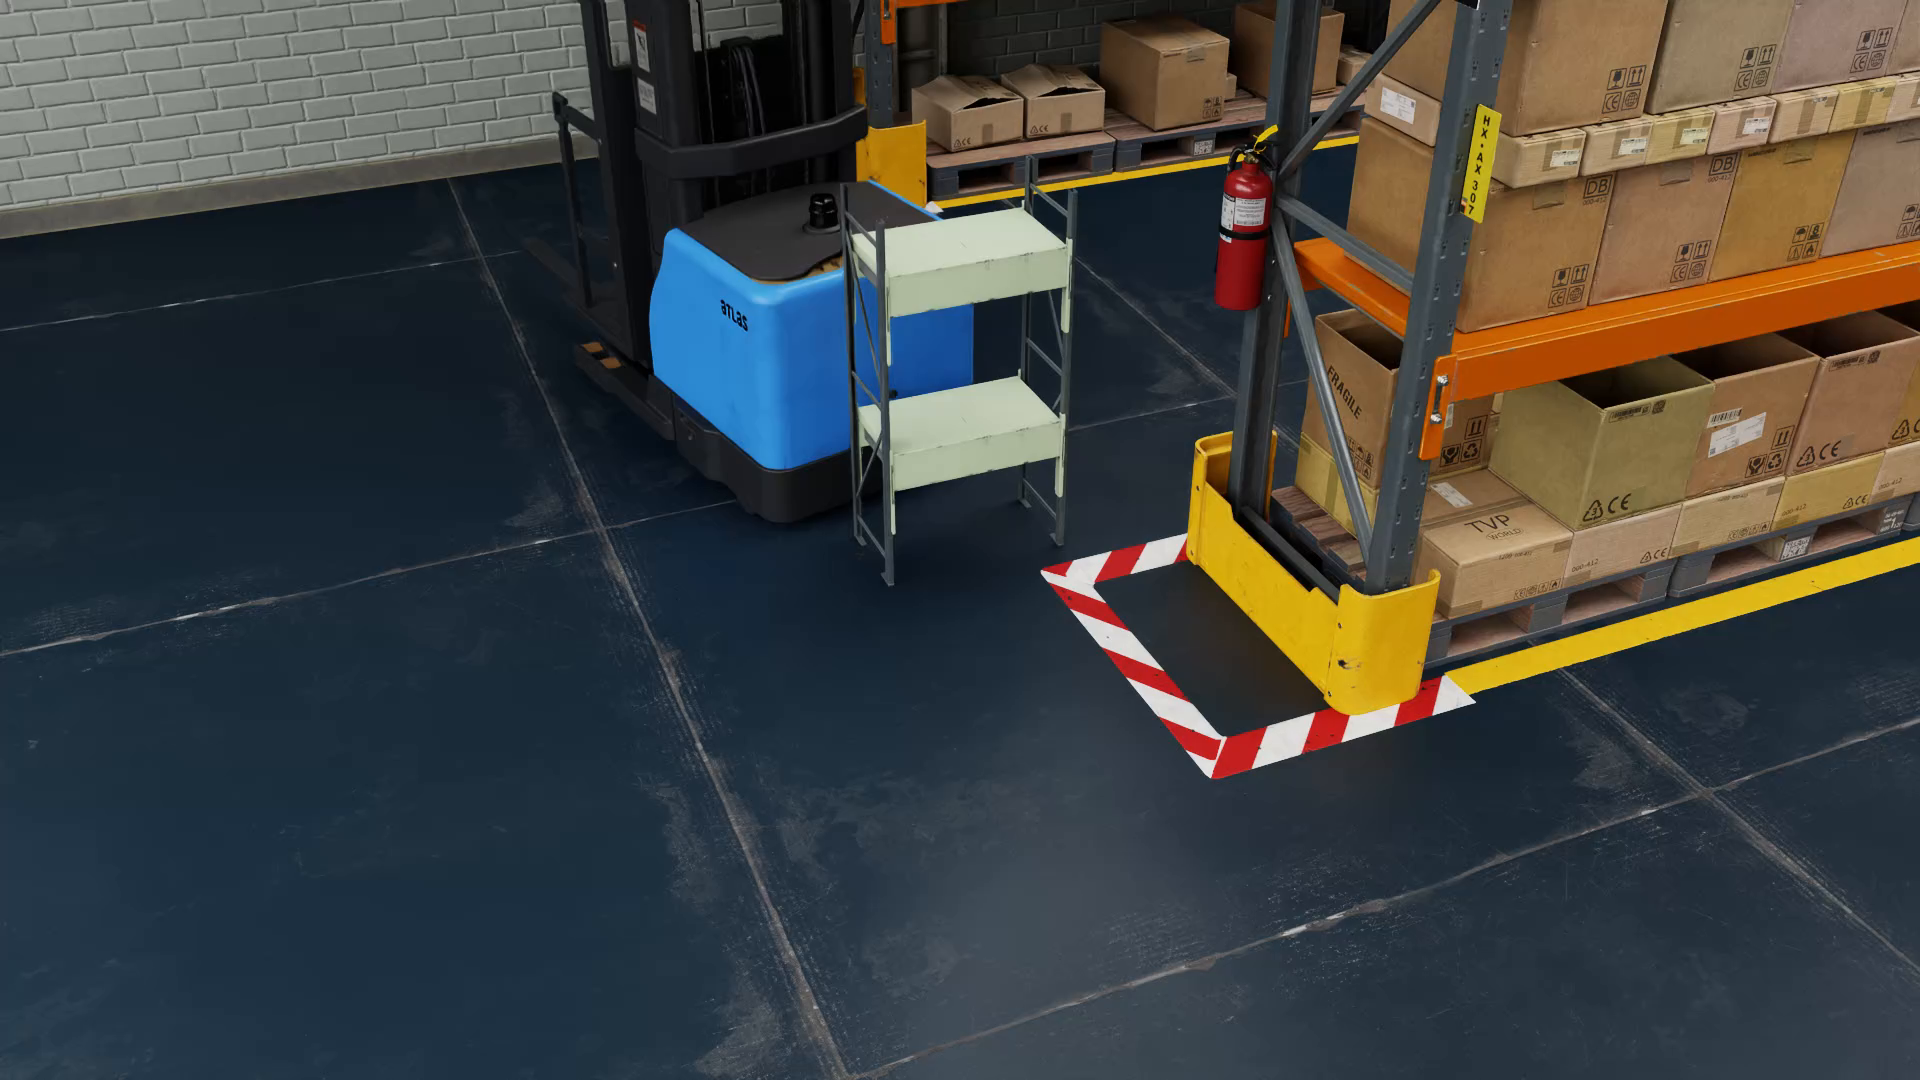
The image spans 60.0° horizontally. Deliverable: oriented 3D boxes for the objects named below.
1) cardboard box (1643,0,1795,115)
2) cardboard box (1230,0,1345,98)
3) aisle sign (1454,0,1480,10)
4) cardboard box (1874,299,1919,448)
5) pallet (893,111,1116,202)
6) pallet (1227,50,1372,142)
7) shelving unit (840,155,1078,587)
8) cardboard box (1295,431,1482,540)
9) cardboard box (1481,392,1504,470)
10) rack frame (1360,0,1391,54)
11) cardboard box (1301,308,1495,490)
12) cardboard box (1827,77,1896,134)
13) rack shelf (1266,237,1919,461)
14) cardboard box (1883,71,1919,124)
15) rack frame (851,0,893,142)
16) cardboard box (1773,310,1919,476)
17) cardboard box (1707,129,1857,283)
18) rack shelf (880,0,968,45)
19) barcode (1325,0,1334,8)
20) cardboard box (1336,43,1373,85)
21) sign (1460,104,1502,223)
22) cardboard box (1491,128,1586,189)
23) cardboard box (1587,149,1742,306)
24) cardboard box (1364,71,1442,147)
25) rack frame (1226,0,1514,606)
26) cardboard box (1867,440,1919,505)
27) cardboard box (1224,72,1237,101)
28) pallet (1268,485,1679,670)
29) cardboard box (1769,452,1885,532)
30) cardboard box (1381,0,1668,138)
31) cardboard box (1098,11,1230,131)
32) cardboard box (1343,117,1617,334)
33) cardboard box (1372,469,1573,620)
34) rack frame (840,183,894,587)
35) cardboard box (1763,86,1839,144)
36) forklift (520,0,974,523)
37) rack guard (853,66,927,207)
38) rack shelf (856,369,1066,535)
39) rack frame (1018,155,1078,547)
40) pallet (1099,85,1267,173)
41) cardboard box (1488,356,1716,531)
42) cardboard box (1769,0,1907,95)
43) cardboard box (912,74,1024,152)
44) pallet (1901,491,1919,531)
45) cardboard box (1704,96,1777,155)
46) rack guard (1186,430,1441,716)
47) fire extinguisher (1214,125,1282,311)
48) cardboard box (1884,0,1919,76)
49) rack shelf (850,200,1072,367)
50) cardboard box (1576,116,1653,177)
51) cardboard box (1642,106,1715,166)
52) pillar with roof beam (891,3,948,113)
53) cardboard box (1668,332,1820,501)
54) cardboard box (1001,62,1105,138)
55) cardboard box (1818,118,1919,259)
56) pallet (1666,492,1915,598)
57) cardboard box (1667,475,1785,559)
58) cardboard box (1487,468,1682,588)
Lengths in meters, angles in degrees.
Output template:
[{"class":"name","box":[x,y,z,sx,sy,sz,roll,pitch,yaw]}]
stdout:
[{"class":"cardboard box","box":[2.259,-1.771,5.440,0.500,0.500,0.700,-14,36,-20]},{"class":"cardboard box","box":[2.117,-3.201,10.807,0.500,0.500,0.500,-16,36,-22]},{"class":"aisle sign","box":[1.350,-1.890,4.521,0.004,0.787,0.394,-13,35,-19]},{"class":"cardboard box","box":[3.712,-0.736,6.579,0.500,0.500,0.500,-13,35,-19]},{"class":"pallet","box":[0.204,-2.460,10.337,1.213,0.211,1.003,-13,35,-19]},{"class":"pallet","box":[2.453,-2.975,11.128,1.213,0.211,1.003,-13,35,-19]},{"class":"shelving unit","box":[-0.006,-0.627,6.339,0.755,1.500,0.431,-13,35,-19]},{"class":"cardboard box","box":[1.672,-0.254,6.526,0.500,0.250,0.500,-13,35,-19]},{"class":"cardboard box","box":[2.128,-0.365,6.697,0.500,0.250,0.500,-13,35,-19]},{"class":"rack frame","box":[3.059,-4.303,10.613,0.127,3.000,1.000,-13,35,-19]},{"class":"cardboard box","box":[1.671,-0.569,6.323,0.500,0.500,0.500,-13,35,-19]},{"class":"cardboard box","box":[2.924,-1.530,5.664,0.250,0.149,0.380,-13,35,-20]},{"class":"rack shelf","box":[3.136,-1.089,6.333,4.000,0.370,1.077,-13,35,-19]},{"class":"cardboard box","box":[3.155,-1.581,5.743,0.250,0.149,0.380,-13,35,-18]},{"class":"rack frame","box":[-0.629,-3.459,9.315,0.127,3.000,1.000,-13,35,-19]},{"class":"cardboard box","box":[3.257,-0.623,6.406,0.500,0.500,0.500,-13,35,-19]},{"class":"cardboard box","box":[2.670,-1.318,5.933,0.500,0.500,0.700,-13,35,-19]},{"class":"rack shelf","box":[1.215,-3.579,10.160,4.000,0.370,1.077,-13,35,-19]},{"class":"barcode","box":[2.468,-3.581,11.098,0.075,0.075,0.001,-13,35,-19]},{"class":"cardboard box","box":[2.577,-3.172,11.069,0.250,0.166,0.380,-18,37,-25]},{"class":"sign","box":[1.501,-1.084,4.799,0.005,0.325,0.100,-13,35,-19]},{"class":"cardboard box","box":[1.737,-1.257,5.245,0.250,0.149,0.380,-13,35,-19]},{"class":"cardboard box","box":[2.210,-1.216,5.776,0.500,0.500,0.700,-12,35,-18]},{"class":"cardboard box","box":[1.570,-1.459,5.555,0.250,0.149,0.380,-13,35,-20]},{"class":"rack frame","box":[1.292,-0.968,5.488,0.127,3.000,1.000,-13,35,-19]},{"class":"cardboard box","box":[3.717,-0.415,6.774,0.500,0.250,0.500,-13,35,-19]},{"class":"cardboard box","box":[1.576,-2.965,10.767,0.250,0.149,0.380,-16,36,-23]},{"class":"pallet","box":[1.981,0.018,6.529,1.213,0.211,1.003,-13,35,-19]},{"class":"cardboard box","box":[3.256,-0.309,6.611,0.500,0.250,0.500,-13,35,-19]},{"class":"cardboard box","box":[1.776,-1.657,5.266,0.500,0.500,0.700,-13,35,-19]},{"class":"cardboard box","box":[1.265,-2.946,10.416,0.500,0.500,0.700,-15,36,-22]},{"class":"cardboard box","box":[1.727,-1.102,5.602,0.500,0.500,0.700,-13,35,-19]},{"class":"cardboard box","box":[1.872,0.007,6.125,0.500,0.250,0.500,-13,35,-19]},{"class":"rack frame","box":[-0.344,-0.550,6.220,0.023,1.500,0.400,-13,35,-19]},{"class":"cardboard box","box":[2.688,-1.476,5.581,0.250,0.149,0.380,-14,36,-21]},{"class":"forklift","box":[-1.183,-2.056,7.222,1.130,2.935,3.031,-21,38,-29]},{"class":"rack guard","box":[-0.559,-2.427,10.021,0.348,0.500,1.175,-13,35,-19]},{"class":"rack shelf","box":[-0.006,-0.354,6.517,0.720,0.370,0.431,-13,35,-19]},{"class":"rack frame","box":[0.331,-0.704,6.458,0.023,1.500,0.400,-13,35,-19]},{"class":"pallet","box":[1.327,-2.715,10.729,1.213,0.211,1.003,-13,35,-19]},{"class":"cardboard box","box":[2.333,-0.414,6.085,0.500,0.500,0.500,-13,35,-19]},{"class":"cardboard box","box":[2.723,-1.878,5.605,0.500,0.500,0.700,-13,35,-19]},{"class":"cardboard box","box":[0.044,-2.617,10.083,0.500,0.311,0.500,-17,37,-24]},{"class":"pallet","box":[4.231,-0.497,7.321,1.213,0.211,1.003,-13,35,-19]},{"class":"cardboard box","box":[2.443,-1.418,5.492,0.250,0.149,0.380,-13,35,-20]},{"class":"rack guard","box":[1.270,0.084,6.162,0.348,0.500,1.175,-13,35,-19]},{"class":"fire extinguisher","box":[1.003,-1.145,5.830,0.183,0.674,0.296,-13,35,-19]},{"class":"cardboard box","box":[3.185,-1.984,5.767,0.500,0.500,0.700,-13,35,-19]},{"class":"rack shelf","box":[-0.006,-0.954,6.126,0.720,0.370,0.431,-13,35,-19]},{"class":"cardboard box","box":[1.979,-1.314,5.332,0.250,0.149,0.380,-14,36,-20]},{"class":"cardboard box","box":[2.210,-1.366,5.412,0.250,0.149,0.380,-13,35,-19]},{"class":"pillar with roof beam","box":[1.348,-4.391,5.248,0.400,9.000,9.100,-13,35,-19]},{"class":"cardboard box","box":[2.789,-0.526,6.257,0.500,0.500,0.500,-13,35,-19]},{"class":"cardboard box","box":[0.569,-2.737,10.268,0.500,0.311,0.500,-10,34,-15]},{"class":"cardboard box","box":[3.154,-1.431,6.107,0.500,0.500,0.700,-12,35,-18]},{"class":"pallet","box":[3.104,-0.238,6.922,1.213,0.211,1.003,-13,35,-19]},{"class":"cardboard box","box":[2.793,-0.206,6.452,0.500,0.250,0.500,-13,35,-19]},{"class":"cardboard box","box":[2.332,-0.101,6.290,0.500,0.250,0.500,-13,35,-19]}]
